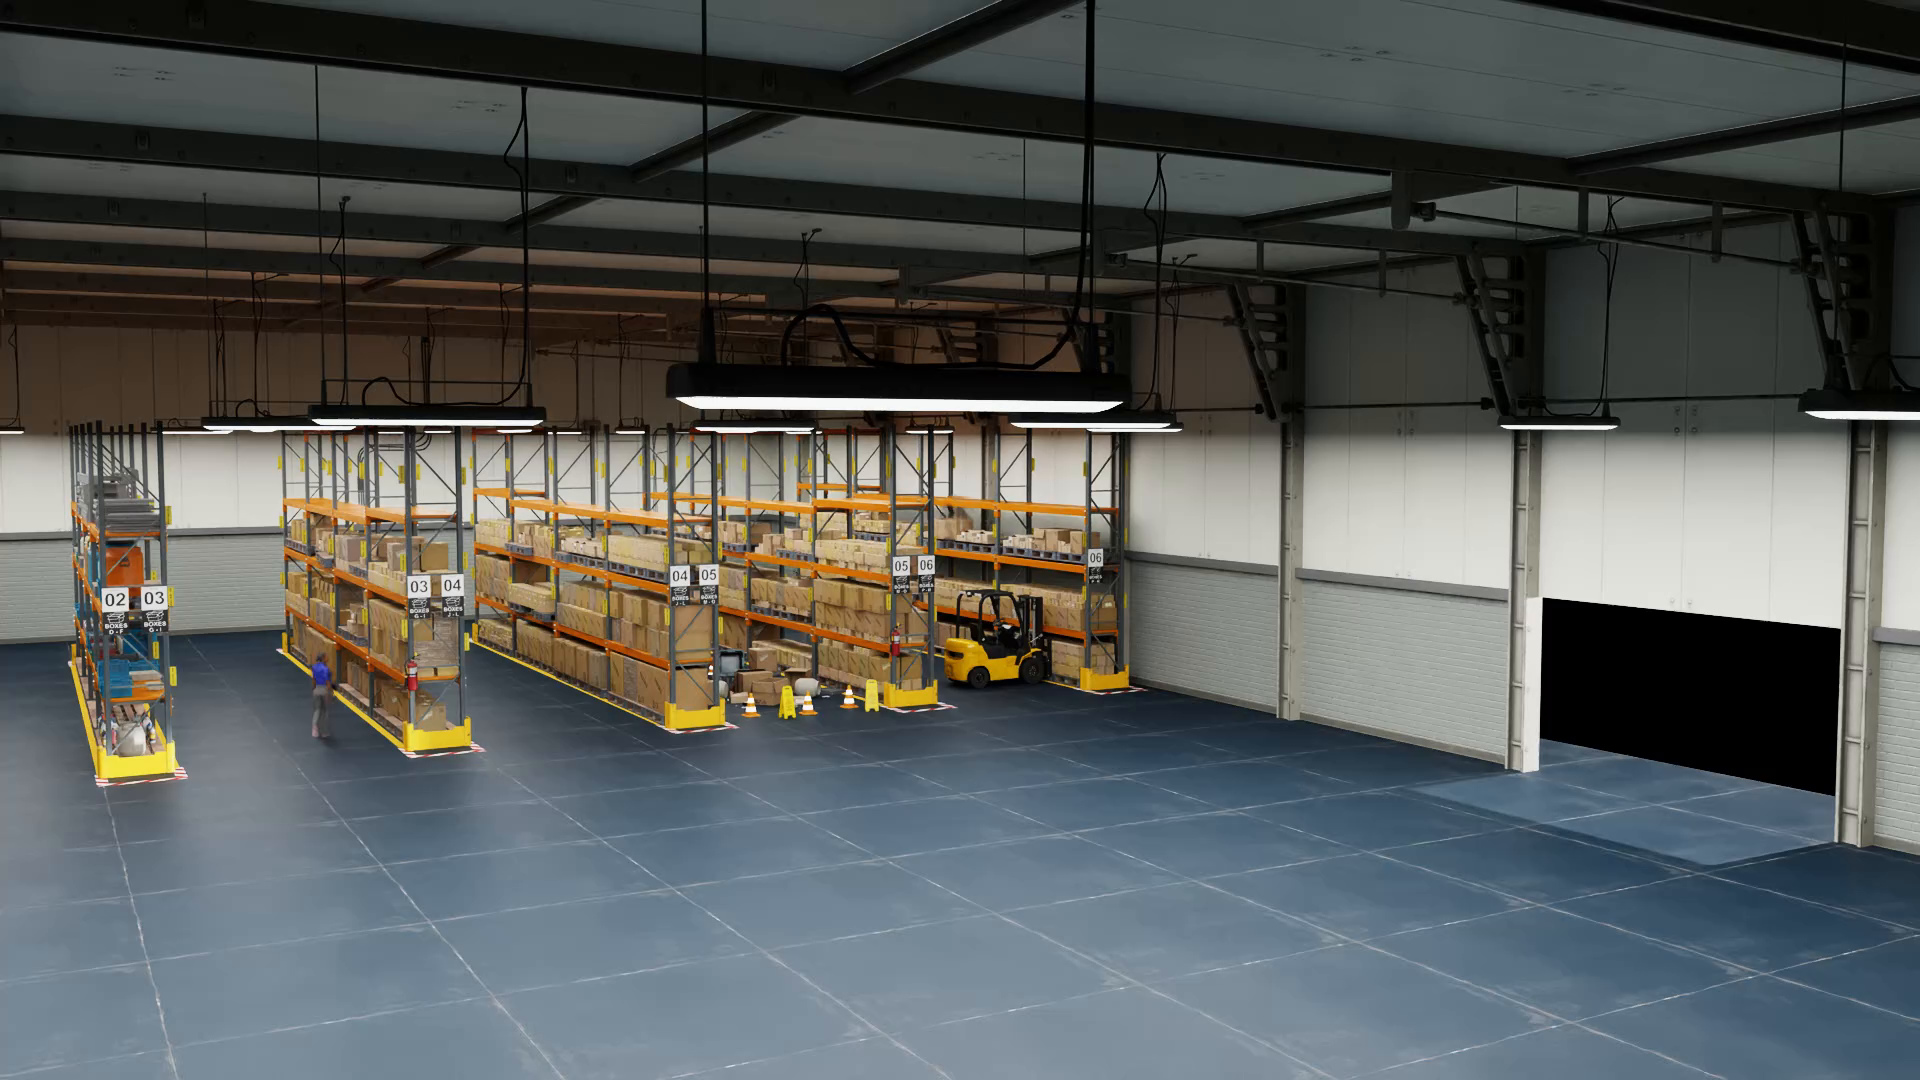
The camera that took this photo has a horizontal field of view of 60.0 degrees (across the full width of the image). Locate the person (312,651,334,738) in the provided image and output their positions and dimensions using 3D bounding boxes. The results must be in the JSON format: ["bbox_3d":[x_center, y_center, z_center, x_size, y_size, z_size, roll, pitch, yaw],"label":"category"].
[{"bbox_3d":[-12.118,2.930,31.593,0.447,1.651,0.466,0,4,5],"label":"person"}]

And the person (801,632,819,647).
[{"bbox_3d":[-4.026,2.108,44.606,0.552,1.658,0.414,3,4,35],"label":"person"}]
